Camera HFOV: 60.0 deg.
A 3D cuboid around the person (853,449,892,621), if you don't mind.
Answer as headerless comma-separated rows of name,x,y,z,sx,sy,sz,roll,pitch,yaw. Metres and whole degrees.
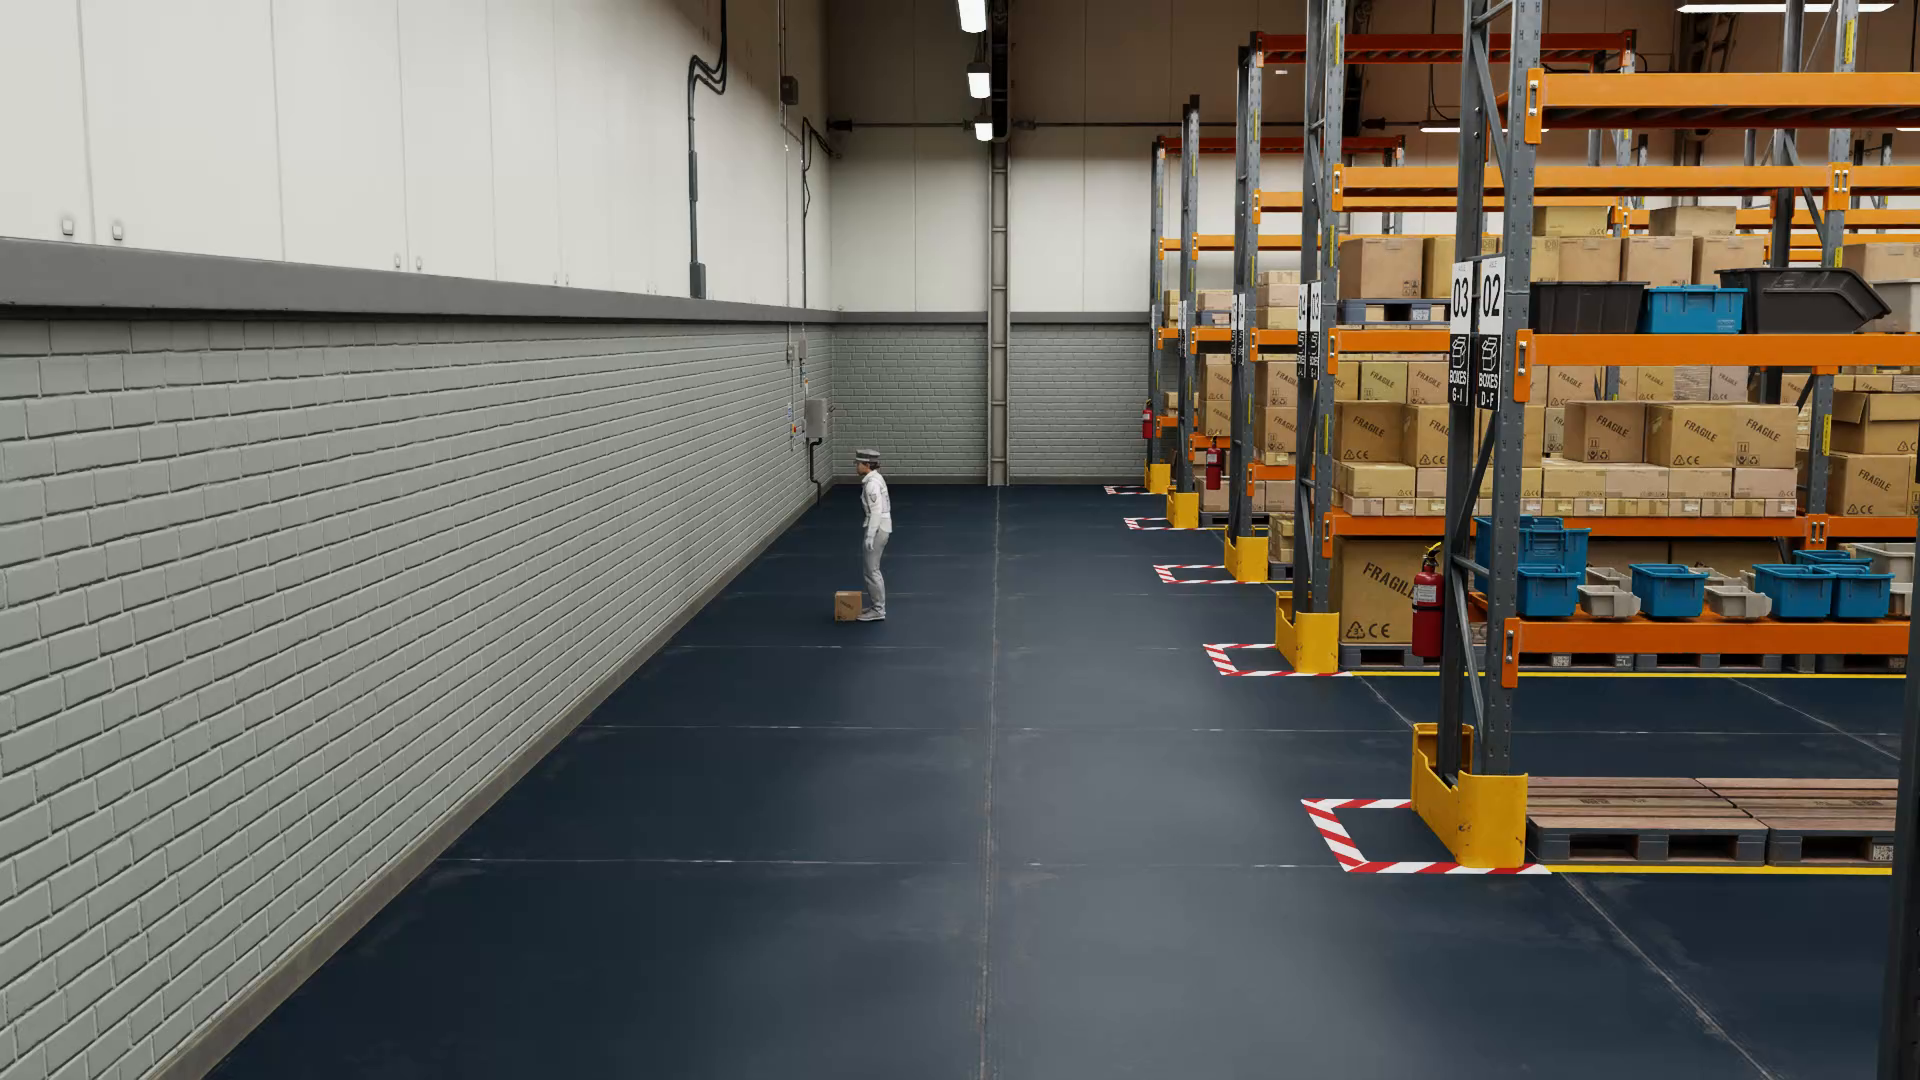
person,-0.849,-0.056,16.184,0.371,1.666,0.547,0,7,-2
